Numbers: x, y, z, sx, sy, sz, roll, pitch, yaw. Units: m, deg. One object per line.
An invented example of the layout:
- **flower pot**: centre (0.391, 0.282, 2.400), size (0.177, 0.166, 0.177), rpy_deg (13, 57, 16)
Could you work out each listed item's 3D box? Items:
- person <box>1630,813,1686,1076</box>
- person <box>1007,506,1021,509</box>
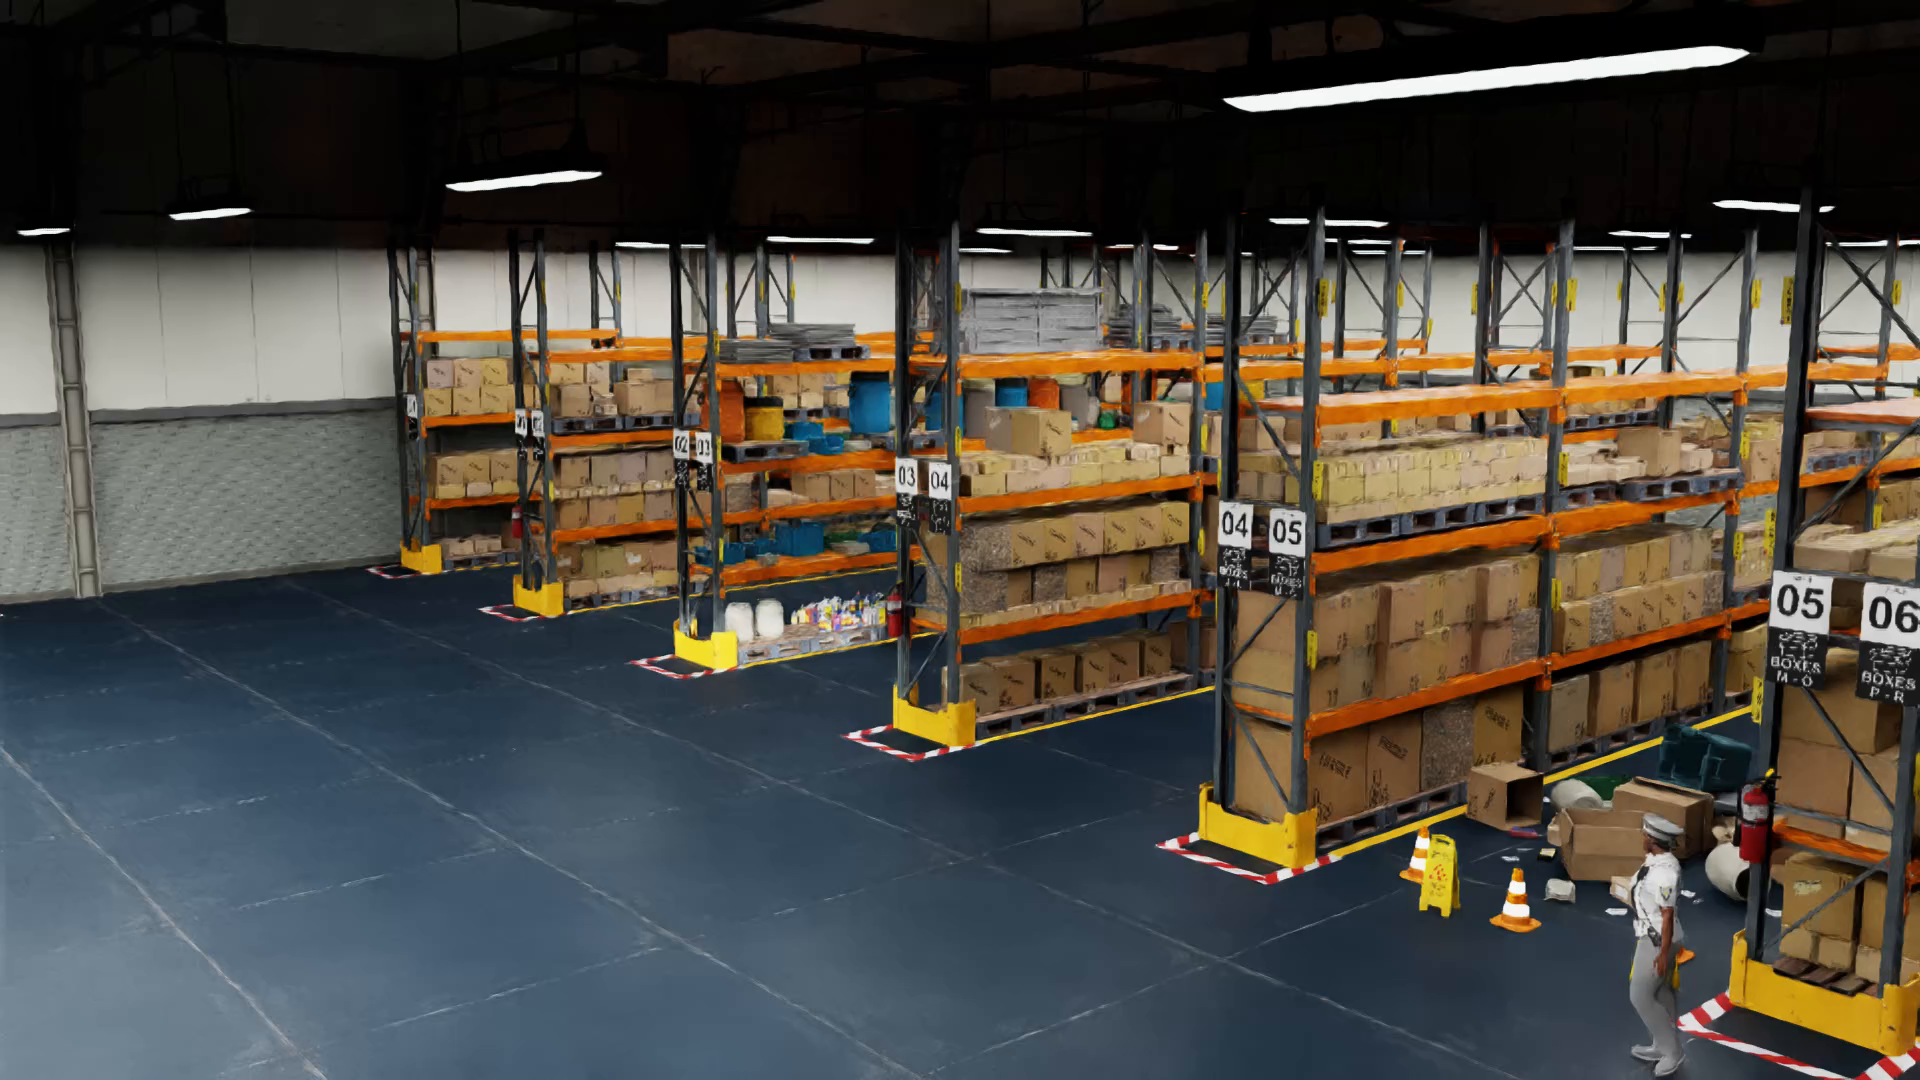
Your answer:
- **person**: centre (4.629, 2.664, 10.998), size (0.397, 1.669, 0.574), rpy_deg (3, 9, 20)
- **person**: centre (0.833, 0.261, 24.855), size (0.617, 1.645, 0.667), rpy_deg (5, 10, 28)
